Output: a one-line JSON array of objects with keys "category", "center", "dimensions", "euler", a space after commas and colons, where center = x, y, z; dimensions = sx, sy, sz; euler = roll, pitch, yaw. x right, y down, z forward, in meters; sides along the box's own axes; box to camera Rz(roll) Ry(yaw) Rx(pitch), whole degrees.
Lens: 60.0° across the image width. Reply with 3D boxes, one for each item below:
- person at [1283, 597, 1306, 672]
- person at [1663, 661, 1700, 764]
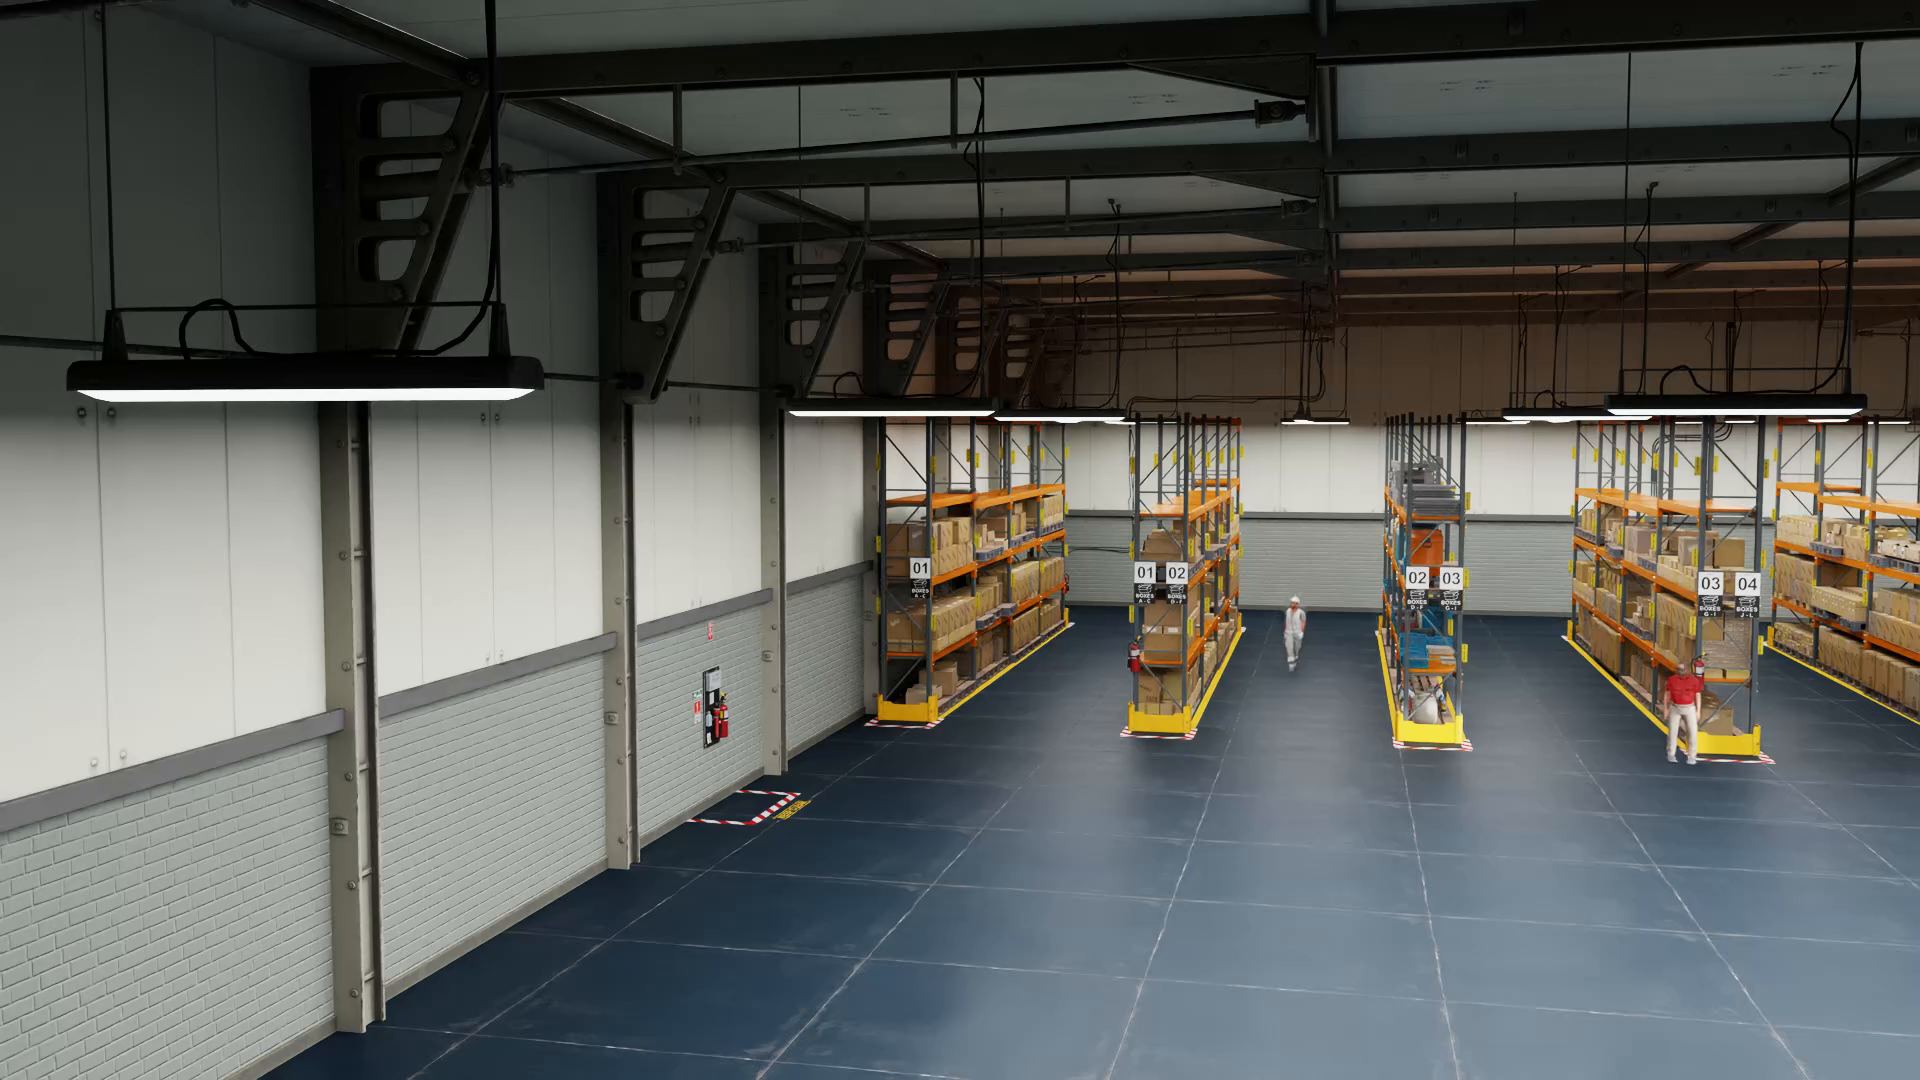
[{"category": "person", "center": [7.827, 2.203, 38.868], "dimensions": [0.505, 1.733, 1.049], "euler": [0, 4, 6]}, {"category": "person", "center": [12.333, 2.932, 28.420], "dimensions": [0.574, 1.734, 0.421], "euler": [2, 4, 28]}]
